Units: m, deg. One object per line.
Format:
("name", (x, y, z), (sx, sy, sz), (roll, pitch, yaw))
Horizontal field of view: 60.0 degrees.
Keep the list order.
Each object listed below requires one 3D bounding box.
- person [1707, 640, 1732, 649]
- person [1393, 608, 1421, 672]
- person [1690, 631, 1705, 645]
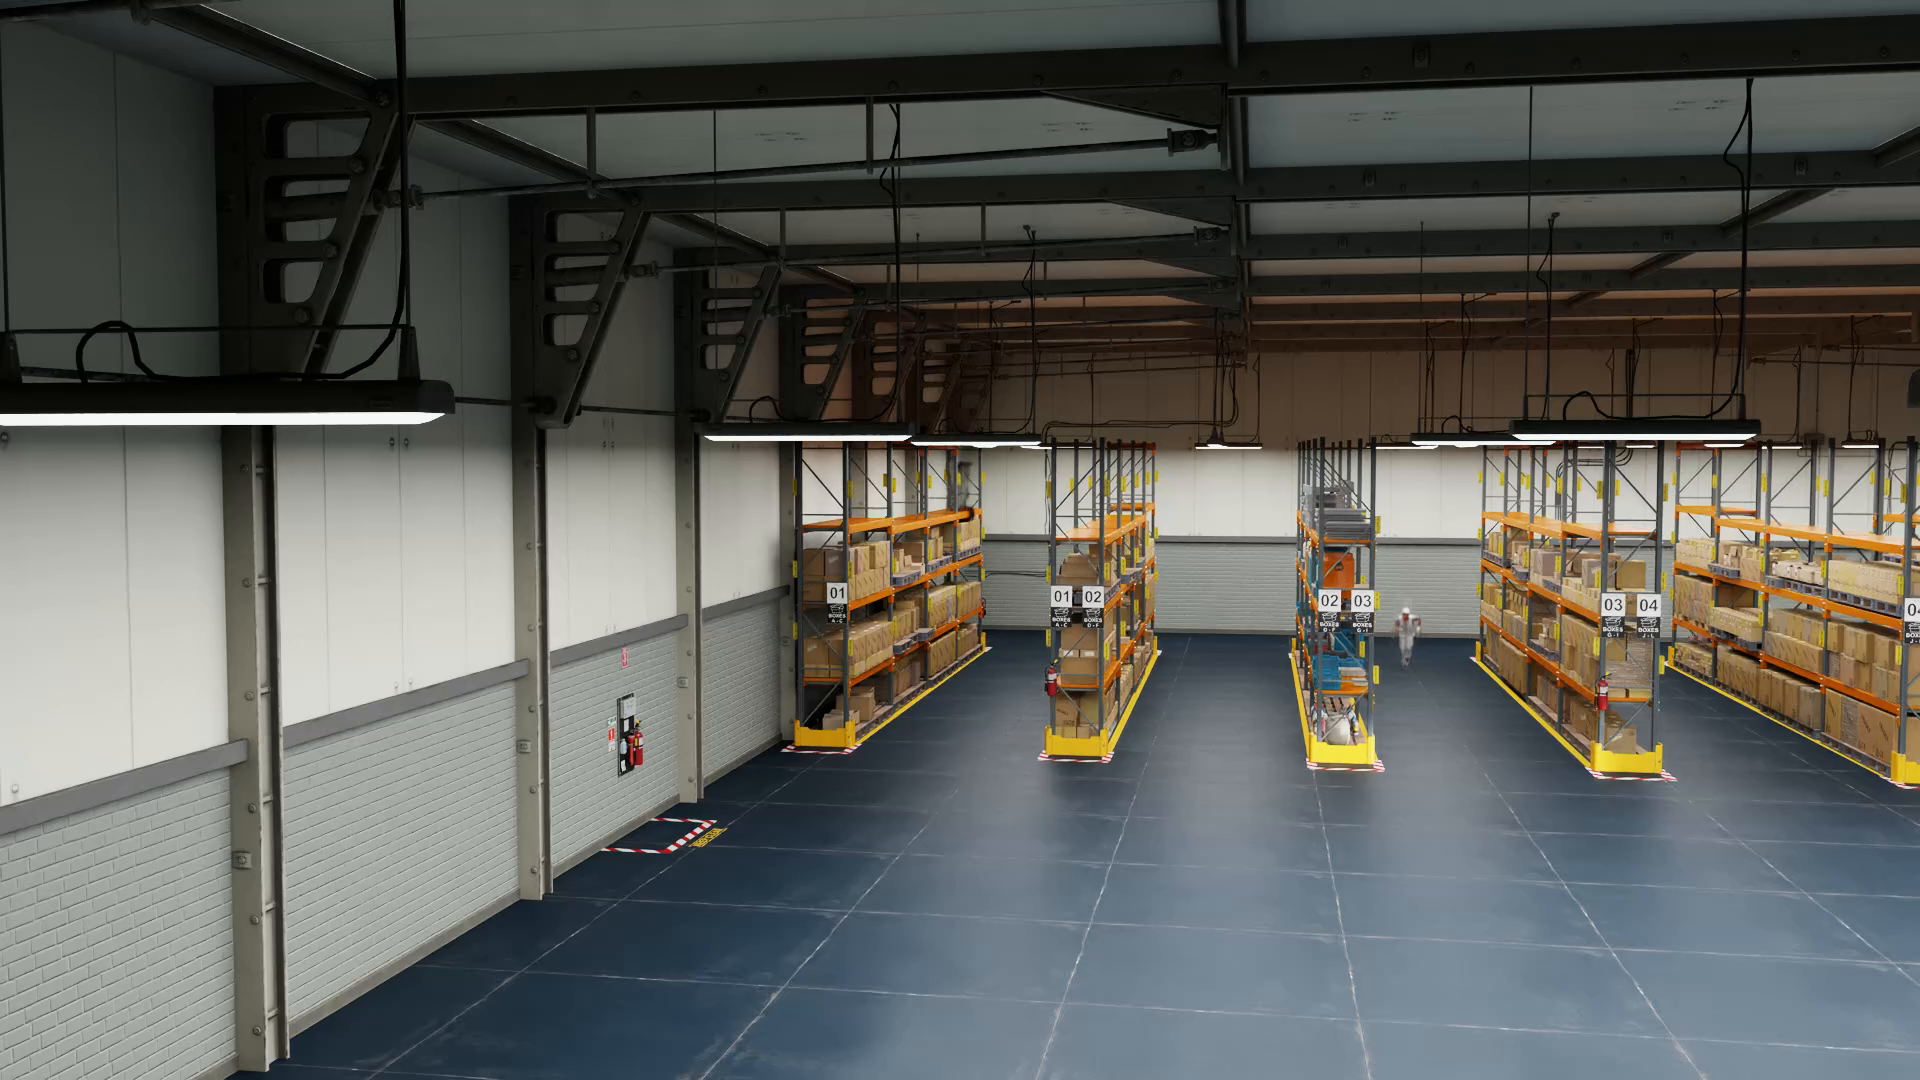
("person", (20.653, 2.461, 45.214), (0.765, 1.806, 0.871), (-2, 4, -31))
("person", (11.729, 2.603, 43.660), (0.707, 1.717, 1.019), (1, 3, 17))
("person", (20.543, 2.469, 46.150), (0.545, 1.622, 0.576), (-2, 3, -28))
